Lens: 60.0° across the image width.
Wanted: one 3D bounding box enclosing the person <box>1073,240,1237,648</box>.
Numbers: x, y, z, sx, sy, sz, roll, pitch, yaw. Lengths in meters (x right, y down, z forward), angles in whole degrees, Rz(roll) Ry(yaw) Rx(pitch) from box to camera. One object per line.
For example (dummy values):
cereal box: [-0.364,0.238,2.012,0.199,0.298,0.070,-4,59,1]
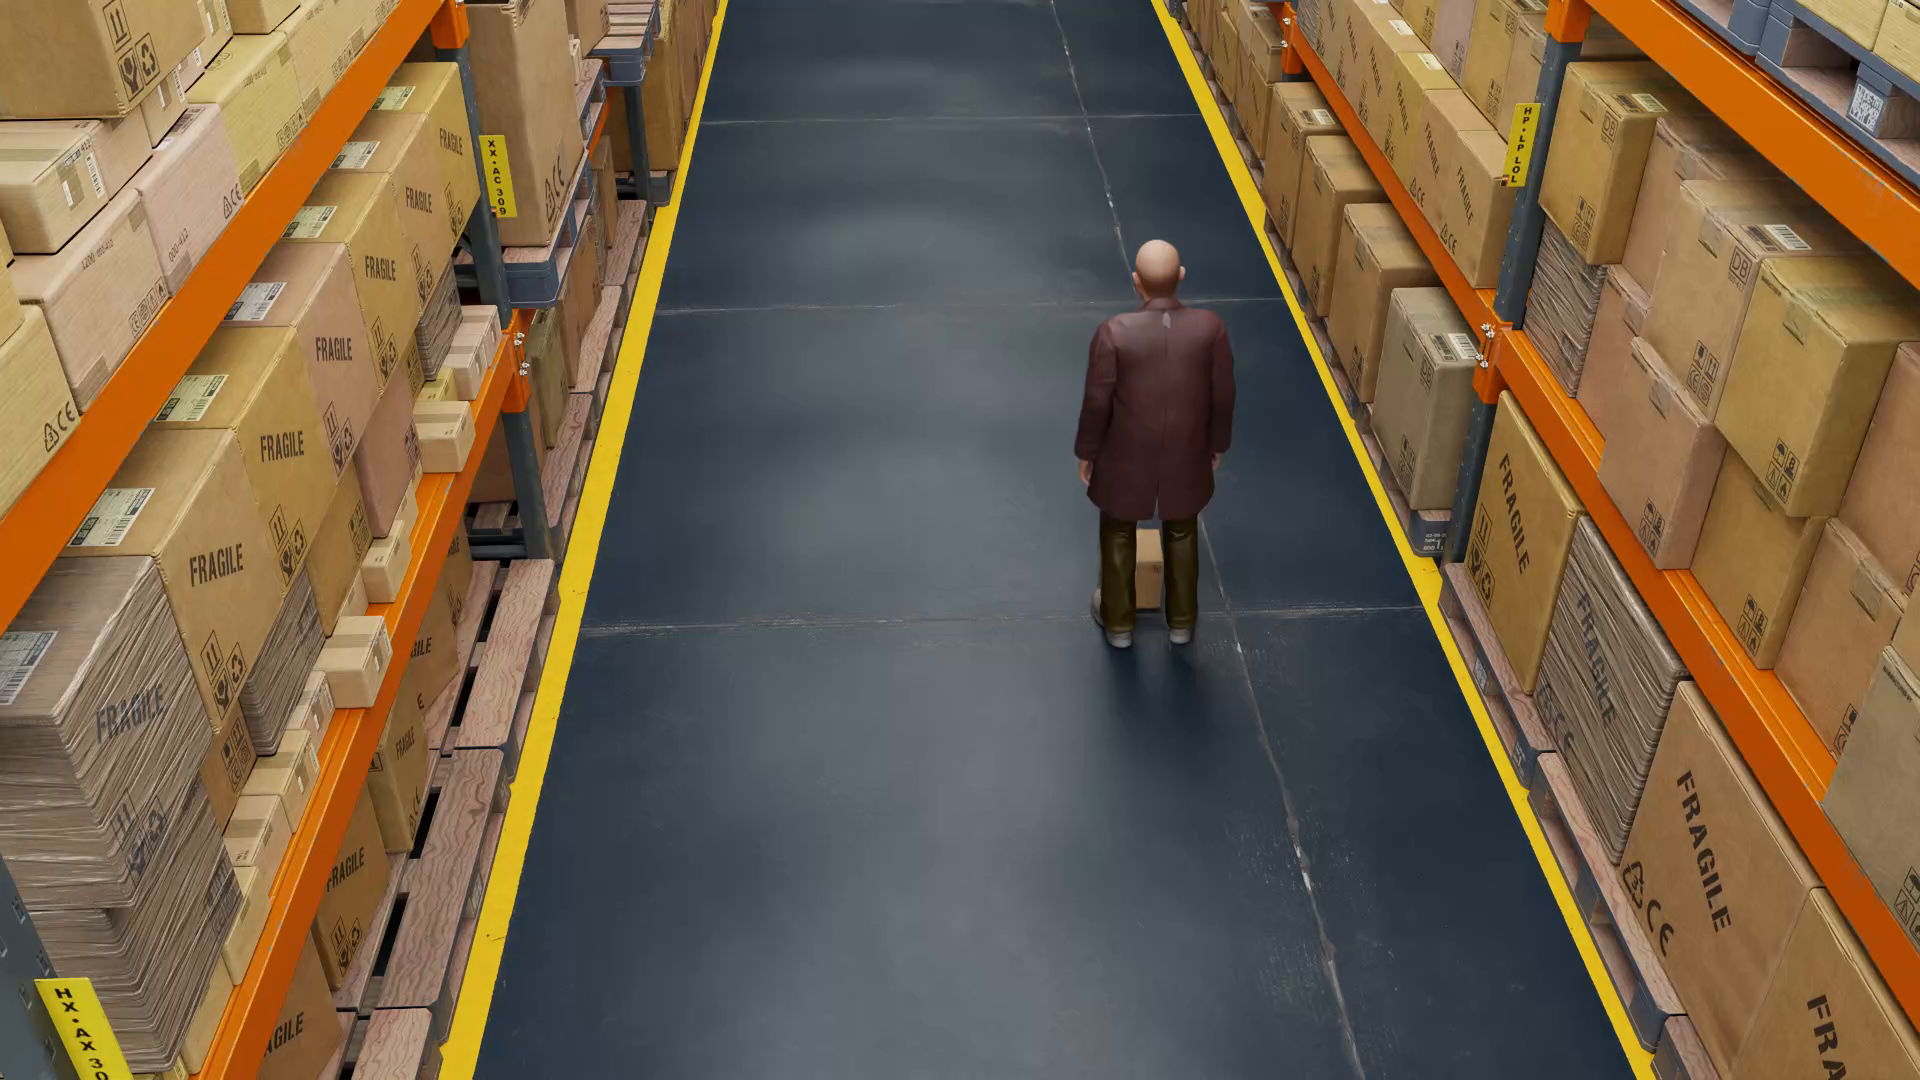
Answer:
person: [0.770,-0.356,6.672,0.637,1.772,0.428,-3,35,-4]
